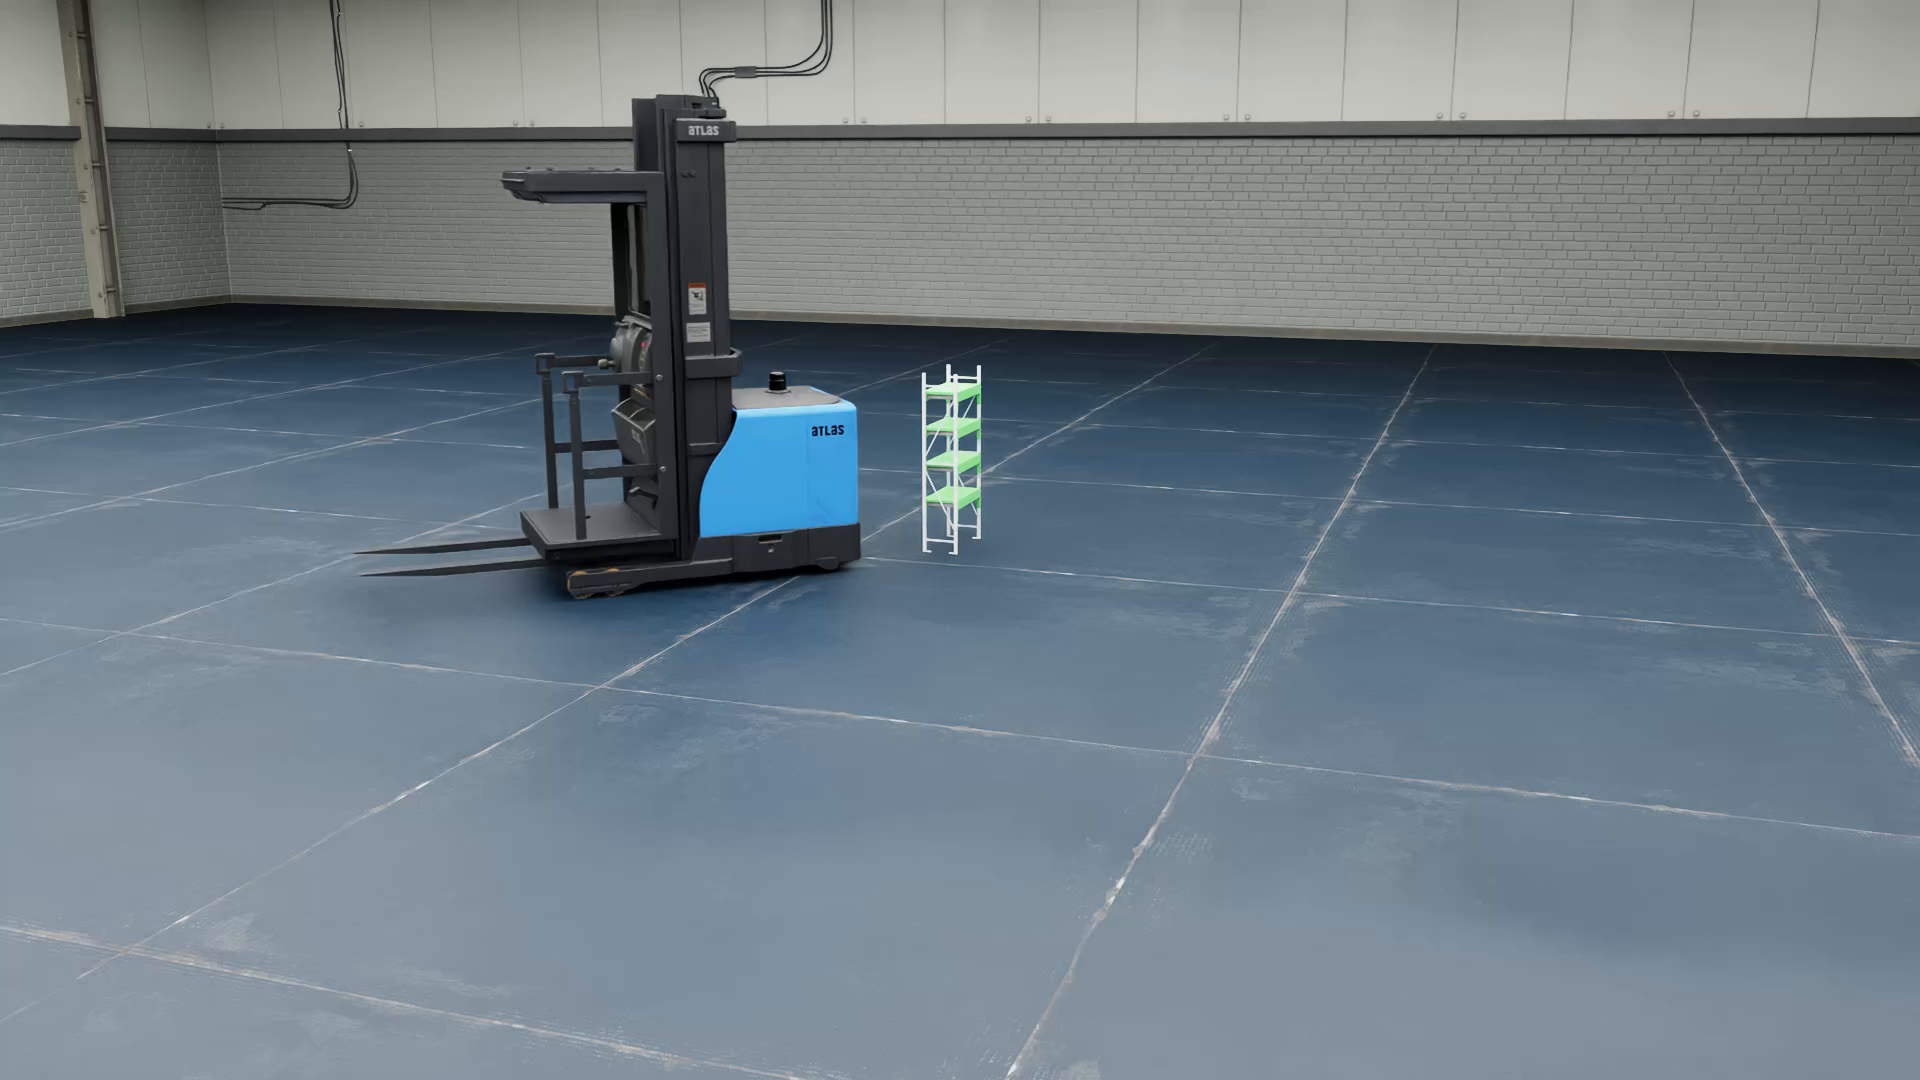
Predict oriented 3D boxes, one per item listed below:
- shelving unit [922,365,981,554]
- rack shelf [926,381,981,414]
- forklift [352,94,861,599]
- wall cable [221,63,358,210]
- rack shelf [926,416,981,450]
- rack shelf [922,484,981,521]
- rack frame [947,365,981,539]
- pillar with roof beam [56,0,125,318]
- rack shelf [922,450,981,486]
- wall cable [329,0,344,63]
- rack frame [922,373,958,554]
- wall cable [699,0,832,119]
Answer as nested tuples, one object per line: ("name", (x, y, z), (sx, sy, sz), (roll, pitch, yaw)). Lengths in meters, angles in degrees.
("shelving unit", (-0.054, -0.550, 11.202), (0.258, 1.200, 0.503), (4, 14, 18))
("rack shelf", (-0.054, -0.956, 11.109), (0.258, 0.148, 0.480), (4, 14, 18))
("forklift", (-2.201, -1.208, 10.196), (3.031, 2.935, 1.130), (-5, 14, -22))
("wall cable", (-12.069, -7.143, 29.539), (3.097, 2.526, 0.112), (4, 14, 18))
("rack shelf", (-0.054, -0.722, 11.163), (0.258, 0.148, 0.480), (4, 14, 18))
("rack shelf", (-0.054, -0.254, 11.269), (0.258, 0.148, 0.480), (4, 14, 18))
("rack frame", (0.025, -0.601, 11.427), (0.240, 1.200, 0.015), (4, 14, 18))
("pillar with roof beam", (-10.200, -7.822, 25.535), (9.100, 9.000, 0.400), (4, 14, 18))
("rack shelf", (-0.054, -0.488, 11.216), (0.258, 0.148, 0.480), (4, 14, 18))
("wall cable", (-9.510, -9.411, 28.124), (3.097, 2.526, 0.112), (4, 14, 18))
("rack frame", (-0.133, -0.499, 10.977), (0.240, 1.200, 0.015), (4, 14, 18))
("wall cable", (-3.092, -9.628, 25.806), (2.305, 6.003, 0.169), (4, 14, 18))
